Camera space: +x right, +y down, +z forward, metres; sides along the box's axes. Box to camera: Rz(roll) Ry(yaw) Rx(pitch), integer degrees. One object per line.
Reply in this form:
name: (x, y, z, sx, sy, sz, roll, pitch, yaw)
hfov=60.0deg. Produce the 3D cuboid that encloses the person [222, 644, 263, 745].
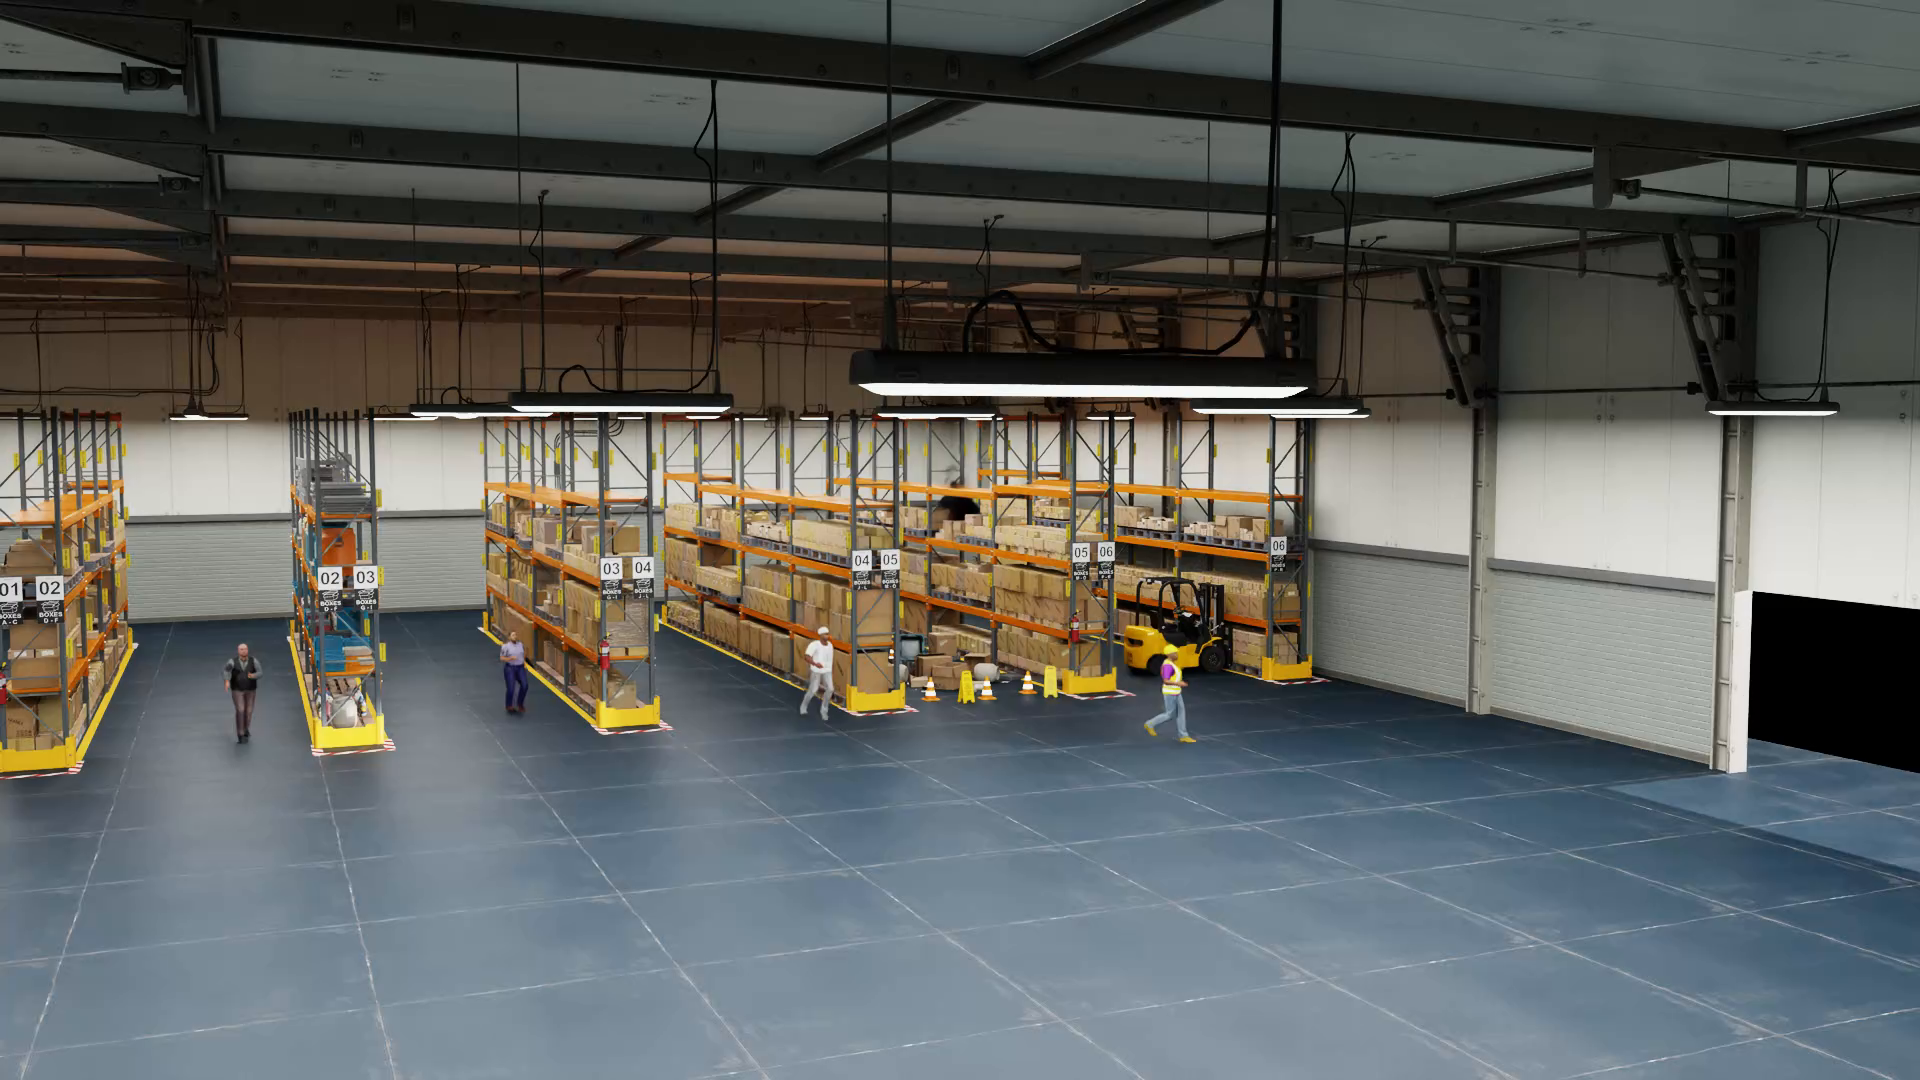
person: (-12.912, 2.755, 29.977, 0.629, 1.774, 0.769, -3, 5, -36)

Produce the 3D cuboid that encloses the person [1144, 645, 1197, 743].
person: (3.781, 2.752, 29.710, 0.933, 1.762, 0.700, 1, 4, 18)

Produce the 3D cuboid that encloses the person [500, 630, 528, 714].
person: (-8.783, 2.614, 32.844, 0.586, 1.676, 0.661, -3, 5, -36)

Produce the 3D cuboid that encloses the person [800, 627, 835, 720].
person: (-2.696, 2.592, 32.420, 0.760, 1.782, 0.737, -3, 5, -38)
